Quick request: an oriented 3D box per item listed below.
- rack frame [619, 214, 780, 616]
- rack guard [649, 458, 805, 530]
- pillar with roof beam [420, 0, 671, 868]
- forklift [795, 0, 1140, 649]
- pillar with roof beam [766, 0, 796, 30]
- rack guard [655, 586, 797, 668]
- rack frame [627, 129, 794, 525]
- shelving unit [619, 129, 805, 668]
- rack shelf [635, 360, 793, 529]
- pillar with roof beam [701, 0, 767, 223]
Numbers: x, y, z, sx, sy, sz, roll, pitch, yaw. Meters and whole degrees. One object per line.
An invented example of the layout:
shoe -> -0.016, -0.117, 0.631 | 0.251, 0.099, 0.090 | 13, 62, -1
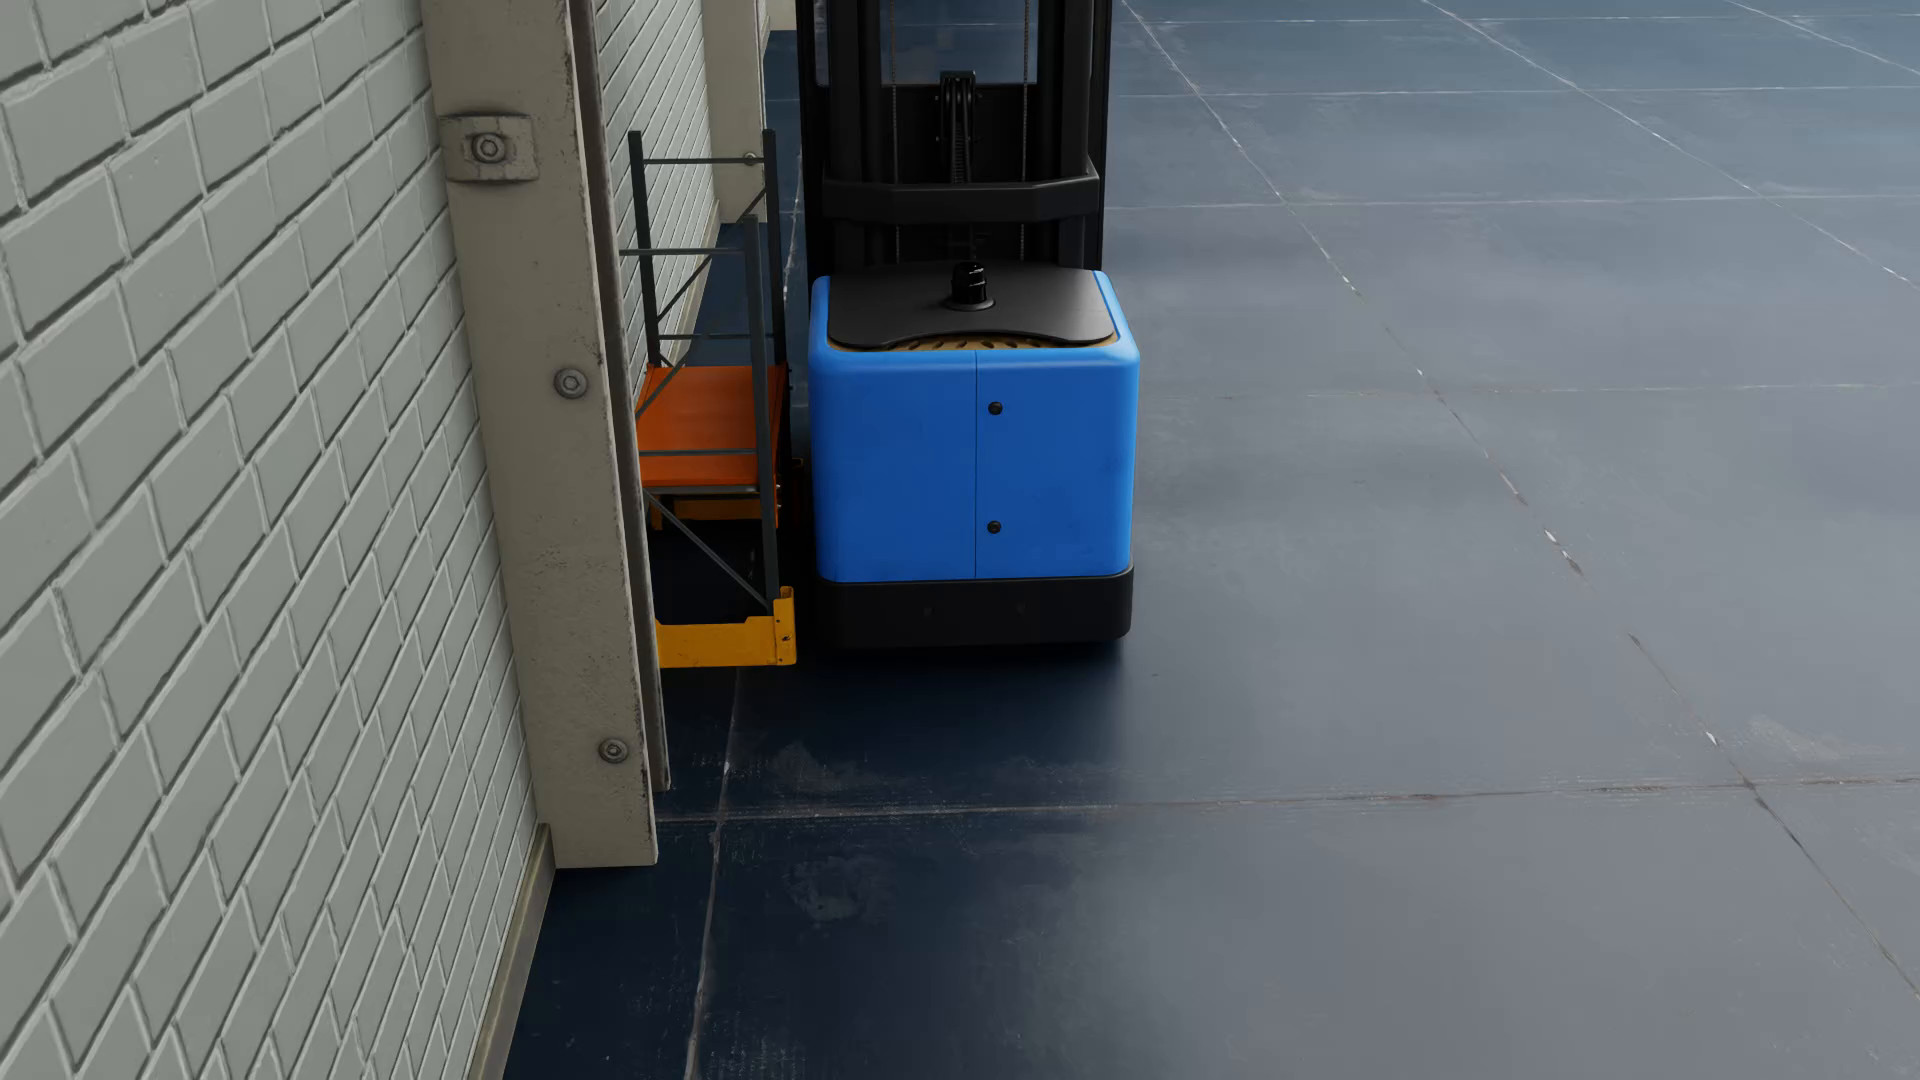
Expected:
rack frame -> -0.834, -0.267, 5.140 | 0.500, 1.500, 0.032 | -1, 28, -3
rack guard -> -0.884, -0.173, 6.312 | 0.587, 0.250, 0.087 | -1, 28, -3
pillar with roof beam -> 3.303, -3.294, 2.834 | 9.100, 9.000, 0.400 | -1, 28, -3
forklift -> -0.036, -1.590, 6.130 | 1.130, 2.935, 3.031 | -2, 28, -3
pillar with roof beam -> 2.677, -8.835, 13.459 | 9.100, 9.000, 0.400 | -1, 28, -3
rack guard -> -0.834, 0.287, 5.430 | 0.587, 0.250, 0.087 | -1, 28, -3
rack frame -> -0.885, -0.736, 6.040 | 0.500, 1.500, 0.032 | -1, 28, -3
shelving unit -> -0.859, -0.497, 5.582 | 0.587, 1.500, 1.083 | -1, 28, -3
rack shelf -> -0.860, -0.342, 5.673 | 0.538, 0.185, 1.000 | -1, 28, -3
pillar with roof beam -> 2.990, -6.065, 8.147 | 9.100, 9.000, 0.400 | -1, 28, -3
